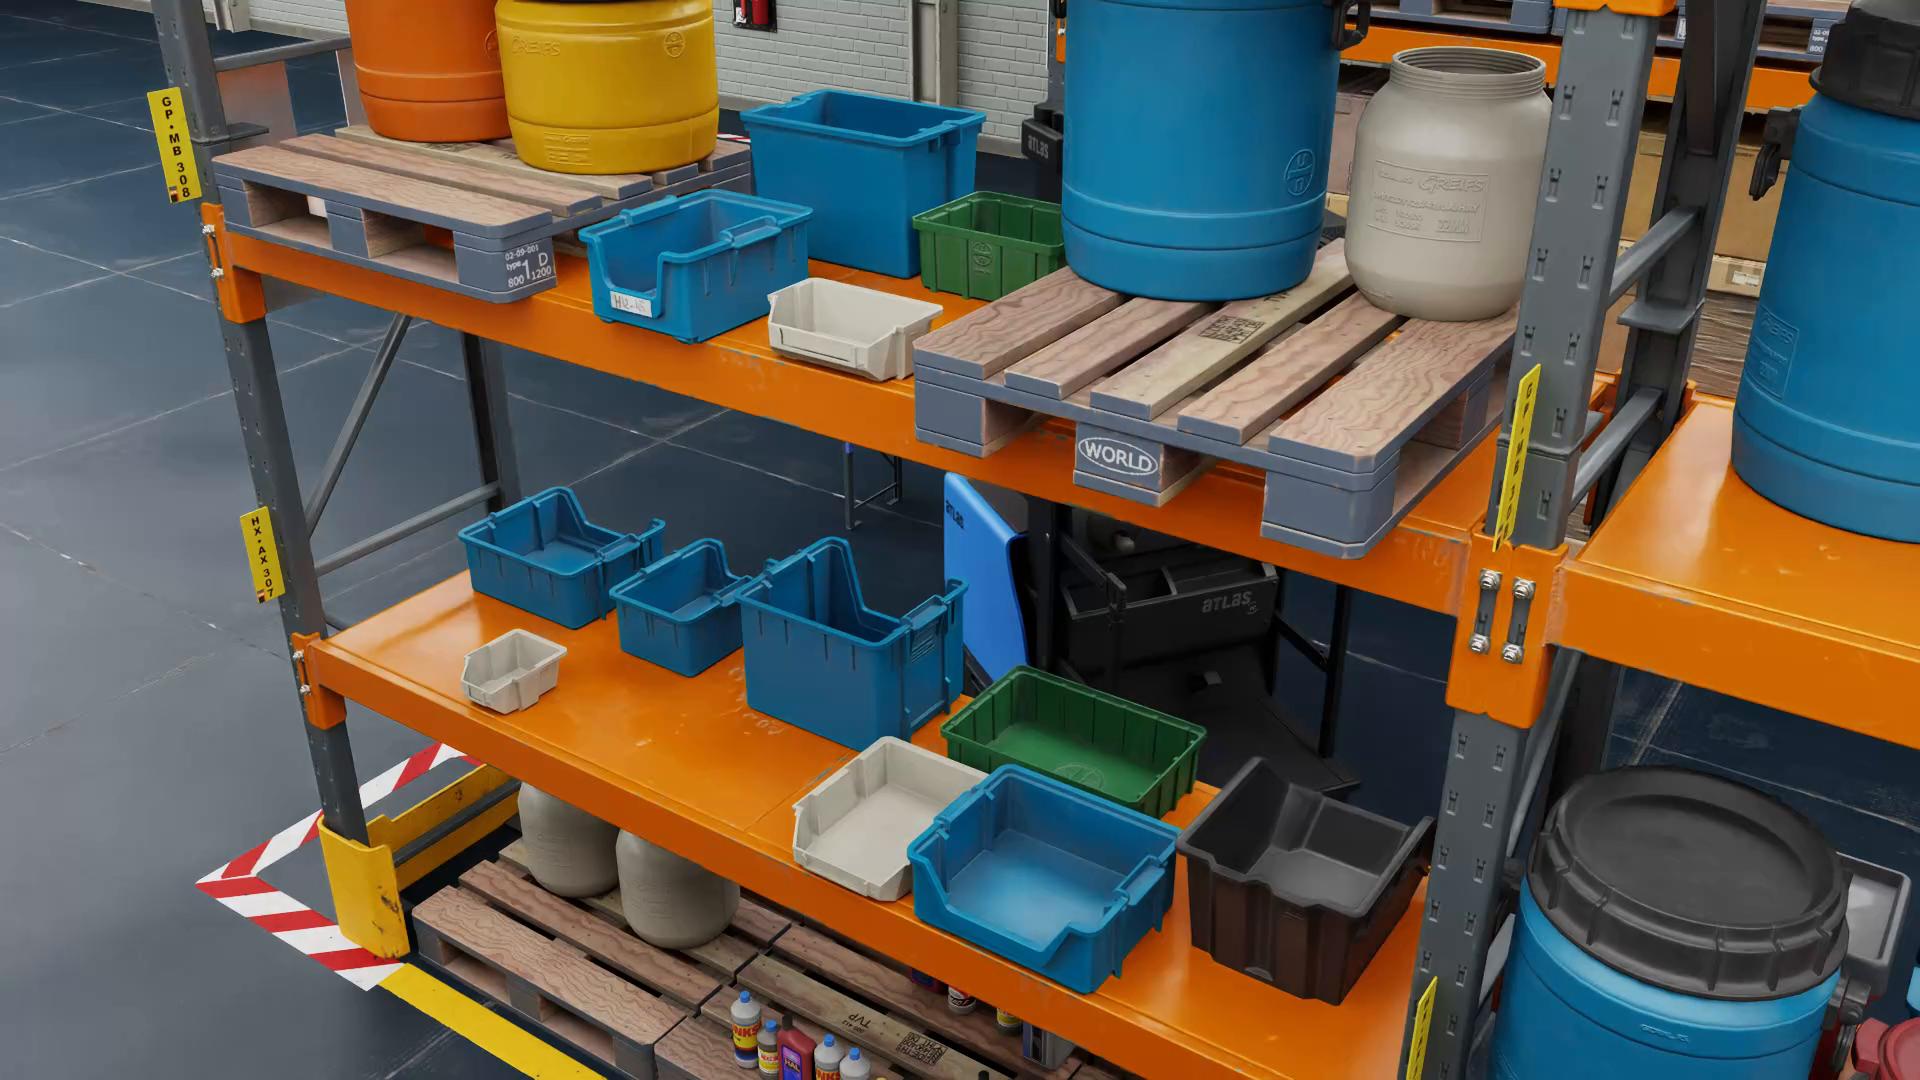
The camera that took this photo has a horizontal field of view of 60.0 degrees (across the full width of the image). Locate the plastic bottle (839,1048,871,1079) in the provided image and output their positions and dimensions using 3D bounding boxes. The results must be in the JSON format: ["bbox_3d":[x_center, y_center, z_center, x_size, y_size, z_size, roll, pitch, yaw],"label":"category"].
[{"bbox_3d":[-0.323,1.686,5.153,0.097,0.271,0.097,0,27,0],"label":"plastic bottle"}]

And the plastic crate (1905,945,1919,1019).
[{"bbox_3d":[2.377,1.172,3.658,0.575,0.384,0.392,17,32,30],"label":"plastic crate"}]

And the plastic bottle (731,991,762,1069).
[{"bbox_3d":[-0.688,1.572,5.376,0.097,0.271,0.097,0,27,0],"label":"plastic bottle"}]

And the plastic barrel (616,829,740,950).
[{"bbox_3d":[-1.007,1.161,5.941,0.421,0.512,0.421,0,27,0],"label":"plastic barrel"}]

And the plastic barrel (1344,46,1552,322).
[{"bbox_3d":[1.048,-0.760,3.543,0.421,0.512,0.421,0,27,0],"label":"plastic barrel"}]

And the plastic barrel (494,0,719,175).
[{"bbox_3d":[-0.994,-1.392,4.701,0.600,0.588,0.600,0,27,0],"label":"plastic barrel"}]

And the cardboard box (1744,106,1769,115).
[{"bbox_3d":[5.512,-3.248,11.641,0.500,0.500,0.500,16,31,29],"label":"cardboard box"}]

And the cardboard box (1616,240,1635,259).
[{"bbox_3d":[3.117,-1.374,7.818,0.250,0.149,0.380,17,32,30],"label":"cardboard box"}]

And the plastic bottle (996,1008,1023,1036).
[{"bbox_3d":[0.169,1.537,5.523,0.097,0.201,0.097,0,27,0],"label":"plastic bottle"}]

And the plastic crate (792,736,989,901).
[{"bbox_3d":[-0.190,0.793,4.676,0.437,0.136,0.530,17,32,30],"label":"plastic crate"}]

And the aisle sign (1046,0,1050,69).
[{"bbox_3d":[0.574,-2.942,8.857,0.004,0.787,0.394,17,32,30],"label":"aisle sign"}]

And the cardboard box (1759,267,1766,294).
[{"bbox_3d":[3.754,-1.177,7.430,0.250,0.149,0.380,17,32,30],"label":"cardboard box"}]

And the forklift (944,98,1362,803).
[{"bbox_3d":[0.924,-0.144,6.301,1.130,2.935,3.031,-10,29,-19],"label":"forklift"}]

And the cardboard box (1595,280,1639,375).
[{"bbox_3d":[3.291,-1.143,8.078,0.500,0.500,0.700,17,32,30],"label":"cardboard box"}]

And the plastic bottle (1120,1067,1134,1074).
[{"bbox_3d":[0.563,1.583,5.356,0.097,0.271,0.097,0,27,0],"label":"plastic bottle"}]

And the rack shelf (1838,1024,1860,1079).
[{"bbox_3d":[2.940,1.832,3.137,4.000,0.370,1.077,17,32,30],"label":"rack shelf"}]

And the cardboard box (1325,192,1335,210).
[{"bbox_3d":[1.855,-1.768,8.592,0.250,0.149,0.380,16,31,29],"label":"cardboard box"}]

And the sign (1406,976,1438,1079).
[{"bbox_3d":[0.971,1.077,3.521,0.005,0.325,0.100,17,32,30],"label":"sign"}]

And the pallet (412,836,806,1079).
[{"bbox_3d":[-1.250,1.426,6.216,1.213,0.211,1.003,17,32,30],"label":"pallet"}]

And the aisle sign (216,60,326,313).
[{"bbox_3d":[-2.231,-1.097,5.233,0.004,0.787,0.394,17,32,30],"label":"aisle sign"}]

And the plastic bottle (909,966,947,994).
[{"bbox_3d":[-0.111,1.407,5.687,0.133,0.283,0.061,17,32,30],"label":"plastic bottle"}]

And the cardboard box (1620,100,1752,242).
[{"bbox_3d":[3.312,-1.717,7.776,0.500,0.500,0.700,17,32,30],"label":"cardboard box"}]

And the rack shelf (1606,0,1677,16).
[{"bbox_3d":[2.940,-0.664,1.867,4.000,0.370,1.077,17,32,30],"label":"rack shelf"}]

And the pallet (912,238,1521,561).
[{"bbox_3d":[0.641,-0.404,3.638,1.003,0.211,1.213,17,32,30],"label":"pallet"}]

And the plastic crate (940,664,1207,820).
[{"bbox_3d":[0.332,0.638,4.923,0.662,0.188,0.450,17,32,30],"label":"plastic crate"}]

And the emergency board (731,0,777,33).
[{"bbox_3d":[-2.291,-6.067,17.864,0.643,1.169,0.194,17,32,30],"label":"emergency board"}]

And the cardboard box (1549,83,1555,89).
[{"bbox_3d":[4.651,-3.509,12.155,0.500,0.500,0.500,16,31,29],"label":"cardboard box"}]

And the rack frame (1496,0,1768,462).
[{"bbox_3d":[1.292,-1.676,2.622,0.127,3.000,1.000,17,32,30],"label":"rack frame"}]

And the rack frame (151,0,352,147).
[{"bbox_3d":[-2.006,-2.703,4.641,0.127,3.000,1.000,17,32,30],"label":"rack frame"}]

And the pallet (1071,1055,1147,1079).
[{"bbox_3d":[0.762,2.052,4.985,1.213,0.211,1.003,17,32,30],"label":"pallet"}]

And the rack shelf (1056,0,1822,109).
[{"bbox_3d":[2.450,-2.383,8.112,4.000,0.370,1.077,17,32,30],"label":"rack shelf"}]

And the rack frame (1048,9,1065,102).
[{"bbox_3d":[0.802,-1.881,9.638,0.127,3.000,1.000,17,32,30],"label":"rack frame"}]

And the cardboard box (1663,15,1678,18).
[{"bbox_3d":[5.365,-3.575,12.284,0.500,0.500,0.500,18,32,31],"label":"cardboard box"}]

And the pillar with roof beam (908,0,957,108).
[{"bbox_3d":[-2.713,-6.482,12.066,0.400,9.000,9.100,17,32,30],"label":"pillar with roof beam"}]

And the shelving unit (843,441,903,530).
[{"bbox_3d":[-0.070,-0.690,8.953,1.048,1.500,0.538,17,32,30],"label":"shelving unit"}]

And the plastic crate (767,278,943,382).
[{"bbox_3d":[-0.260,-0.483,3.875,0.396,0.136,0.243,17,32,30],"label":"plastic crate"}]

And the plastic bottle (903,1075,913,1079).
[{"bbox_3d":[-0.156,1.738,5.051,0.097,0.271,0.097,0,27,0],"label":"plastic bottle"}]

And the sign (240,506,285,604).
[{"bbox_3d":[-2.321,0.051,5.536,0.005,0.325,0.100,17,32,30],"label":"sign"}]

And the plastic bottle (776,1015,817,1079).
[{"bbox_3d":[-0.511,1.632,5.246,0.133,0.283,0.061,18,32,31],"label":"plastic bottle"}]

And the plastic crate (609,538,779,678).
[{"bbox_3d":[-0.892,0.222,5.670,0.408,0.251,0.499,17,32,30],"label":"plastic crate"}]

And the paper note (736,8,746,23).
[{"bbox_3d":[-2.398,-5.745,18.204,0.142,0.148,0.016,17,32,30],"label":"paper note"}]

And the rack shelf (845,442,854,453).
[{"bbox_3d":[-0.070,-0.530,9.034,1.000,0.185,0.538,17,32,30],"label":"rack shelf"}]

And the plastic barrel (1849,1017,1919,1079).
[{"bbox_3d":[1.956,1.265,3.308,0.433,0.535,0.433,0,27,0],"label":"plastic barrel"}]

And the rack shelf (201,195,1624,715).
[{"bbox_3d":[-0.357,-0.532,4.475,4.000,0.370,1.077,17,32,30],"label":"rack shelf"}]

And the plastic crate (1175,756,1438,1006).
[{"bbox_3d":[0.932,0.843,4.355,0.504,0.338,0.767,17,32,30],"label":"plastic crate"}]

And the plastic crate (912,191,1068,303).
[{"bbox_3d":[0.145,-0.752,4.347,0.450,0.188,0.336,17,32,30],"label":"plastic crate"}]

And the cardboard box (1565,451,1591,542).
[{"bbox_3d":[3.188,-0.320,8.312,0.500,0.500,0.500,17,32,30],"label":"cardboard box"}]

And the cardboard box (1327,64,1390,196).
[{"bbox_3d":[2.076,-2.103,8.534,0.500,0.500,0.700,17,32,31],"label":"cardboard box"}]
